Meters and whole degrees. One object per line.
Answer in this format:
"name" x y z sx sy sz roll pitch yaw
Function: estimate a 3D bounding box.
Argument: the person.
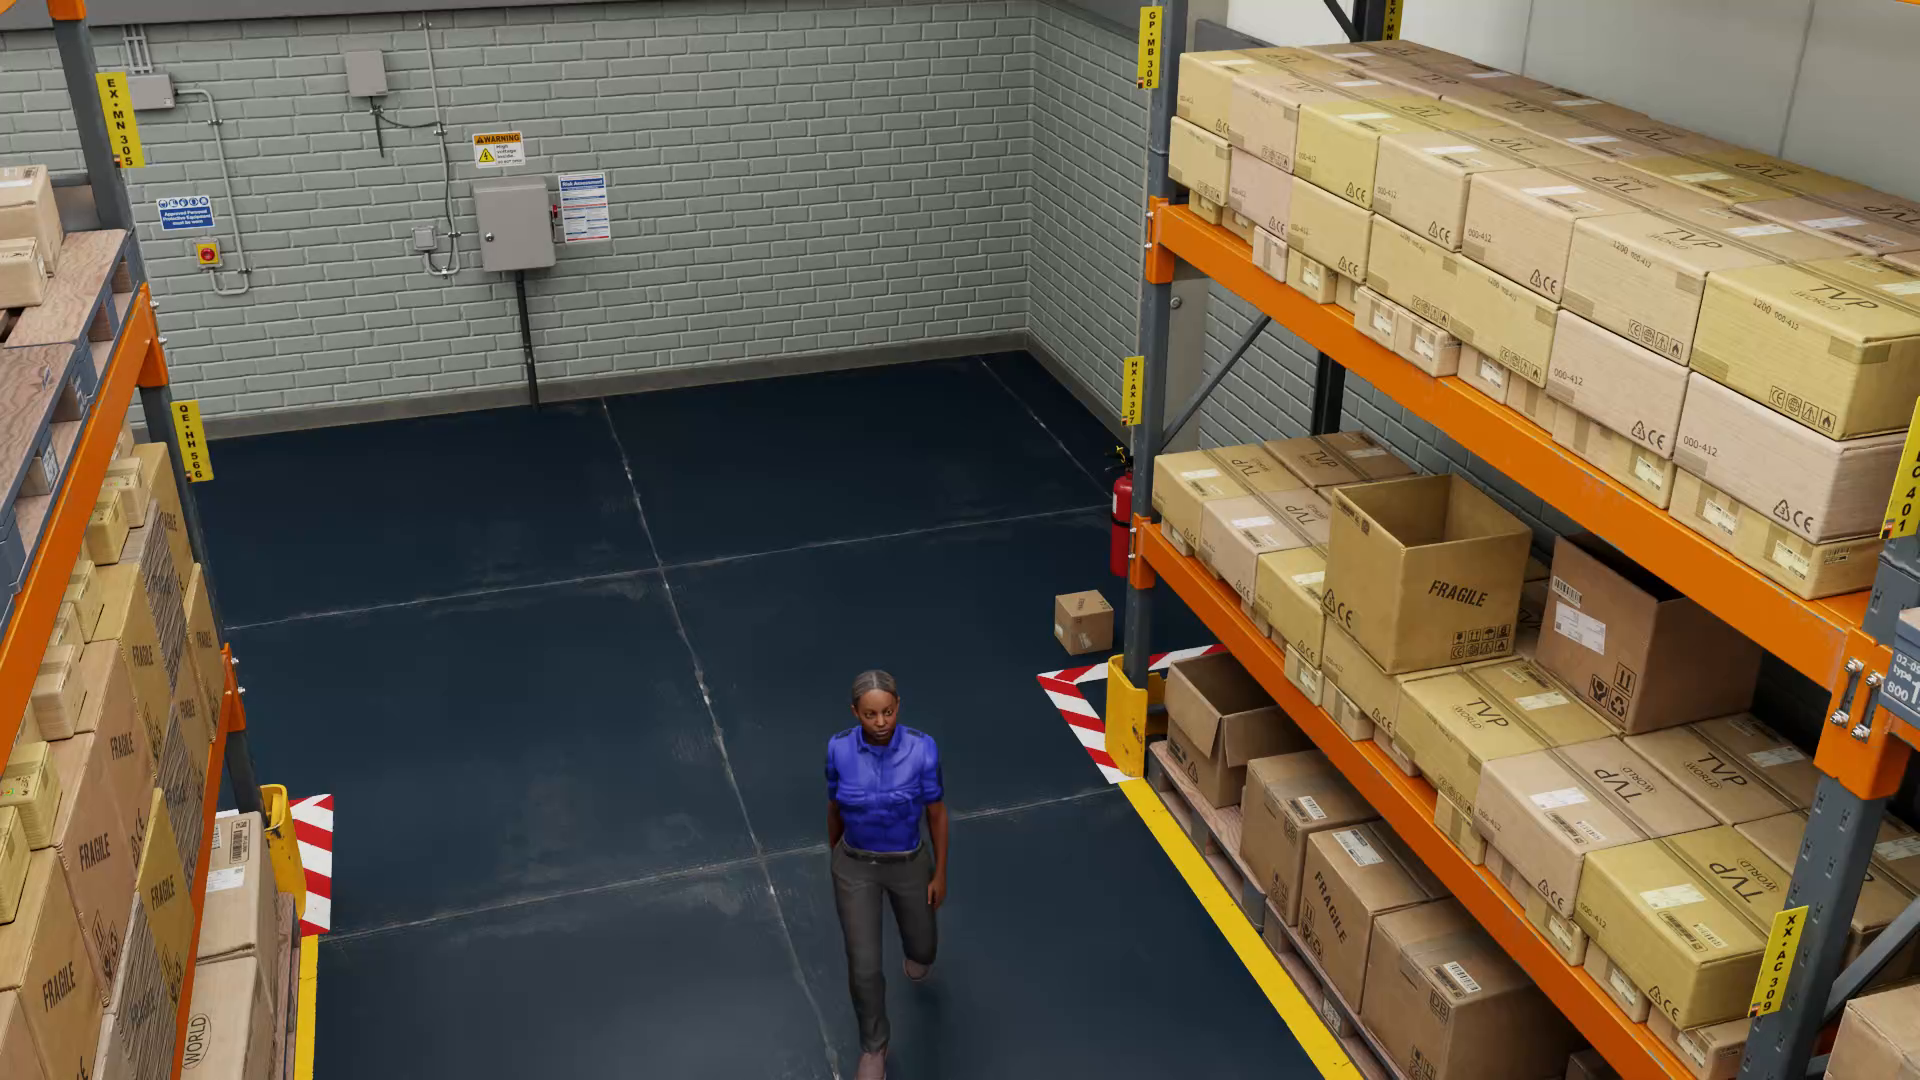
"person" -0.268 1.189 6.211 0.452 1.623 0.791 0 26 0
